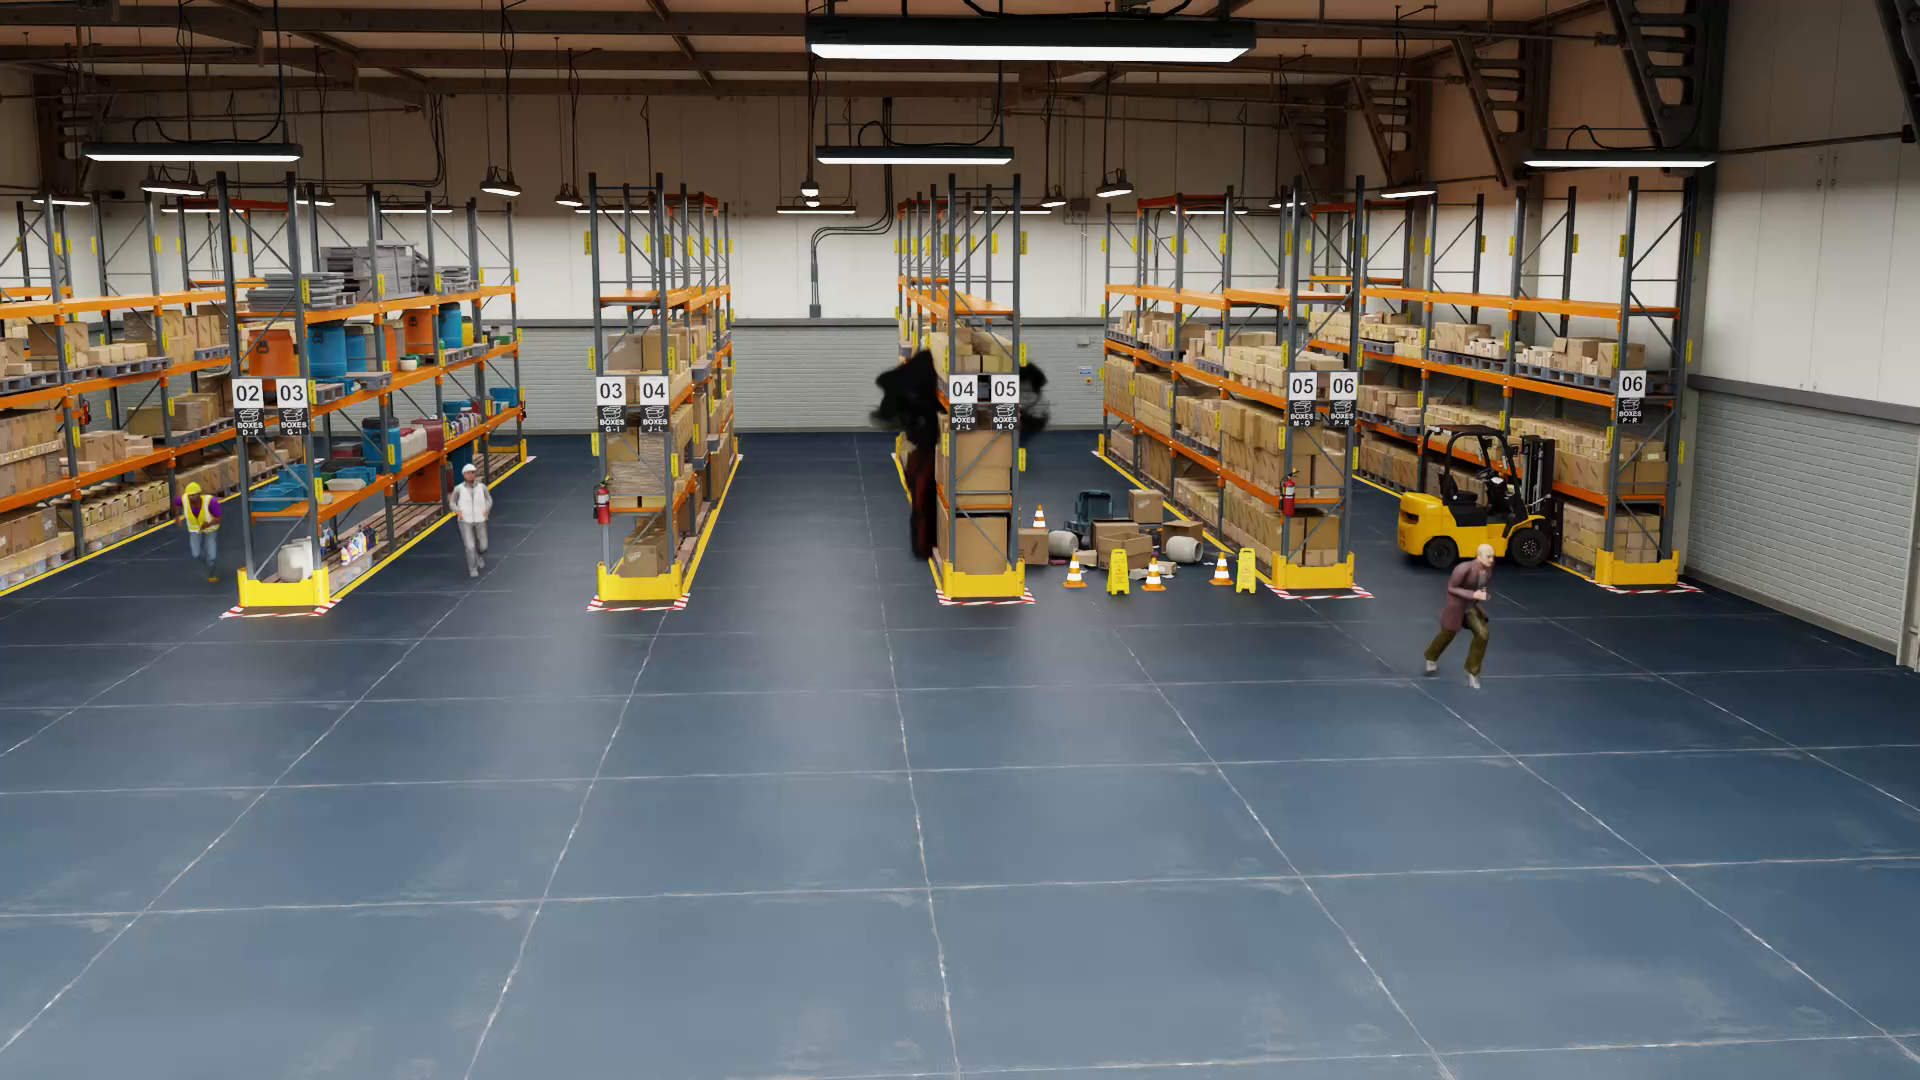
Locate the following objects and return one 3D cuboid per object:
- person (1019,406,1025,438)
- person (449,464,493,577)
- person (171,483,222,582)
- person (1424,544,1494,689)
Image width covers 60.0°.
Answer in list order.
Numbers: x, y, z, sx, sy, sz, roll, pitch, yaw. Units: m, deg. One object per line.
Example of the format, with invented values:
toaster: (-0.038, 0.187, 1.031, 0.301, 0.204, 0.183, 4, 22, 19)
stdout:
person: (1.251, -2.561, 38.511, 0.553, 1.614, 0.583, -6, 12, -29)
person: (-7.467, -0.303, 25.458, 0.657, 1.722, 0.609, -4, 11, -23)
person: (-11.330, -0.102, 24.734, 0.736, 1.579, 0.843, -2, 10, -10)
person: (5.803, 0.898, 19.296, 0.753, 1.625, 1.071, -5, 11, -25)
